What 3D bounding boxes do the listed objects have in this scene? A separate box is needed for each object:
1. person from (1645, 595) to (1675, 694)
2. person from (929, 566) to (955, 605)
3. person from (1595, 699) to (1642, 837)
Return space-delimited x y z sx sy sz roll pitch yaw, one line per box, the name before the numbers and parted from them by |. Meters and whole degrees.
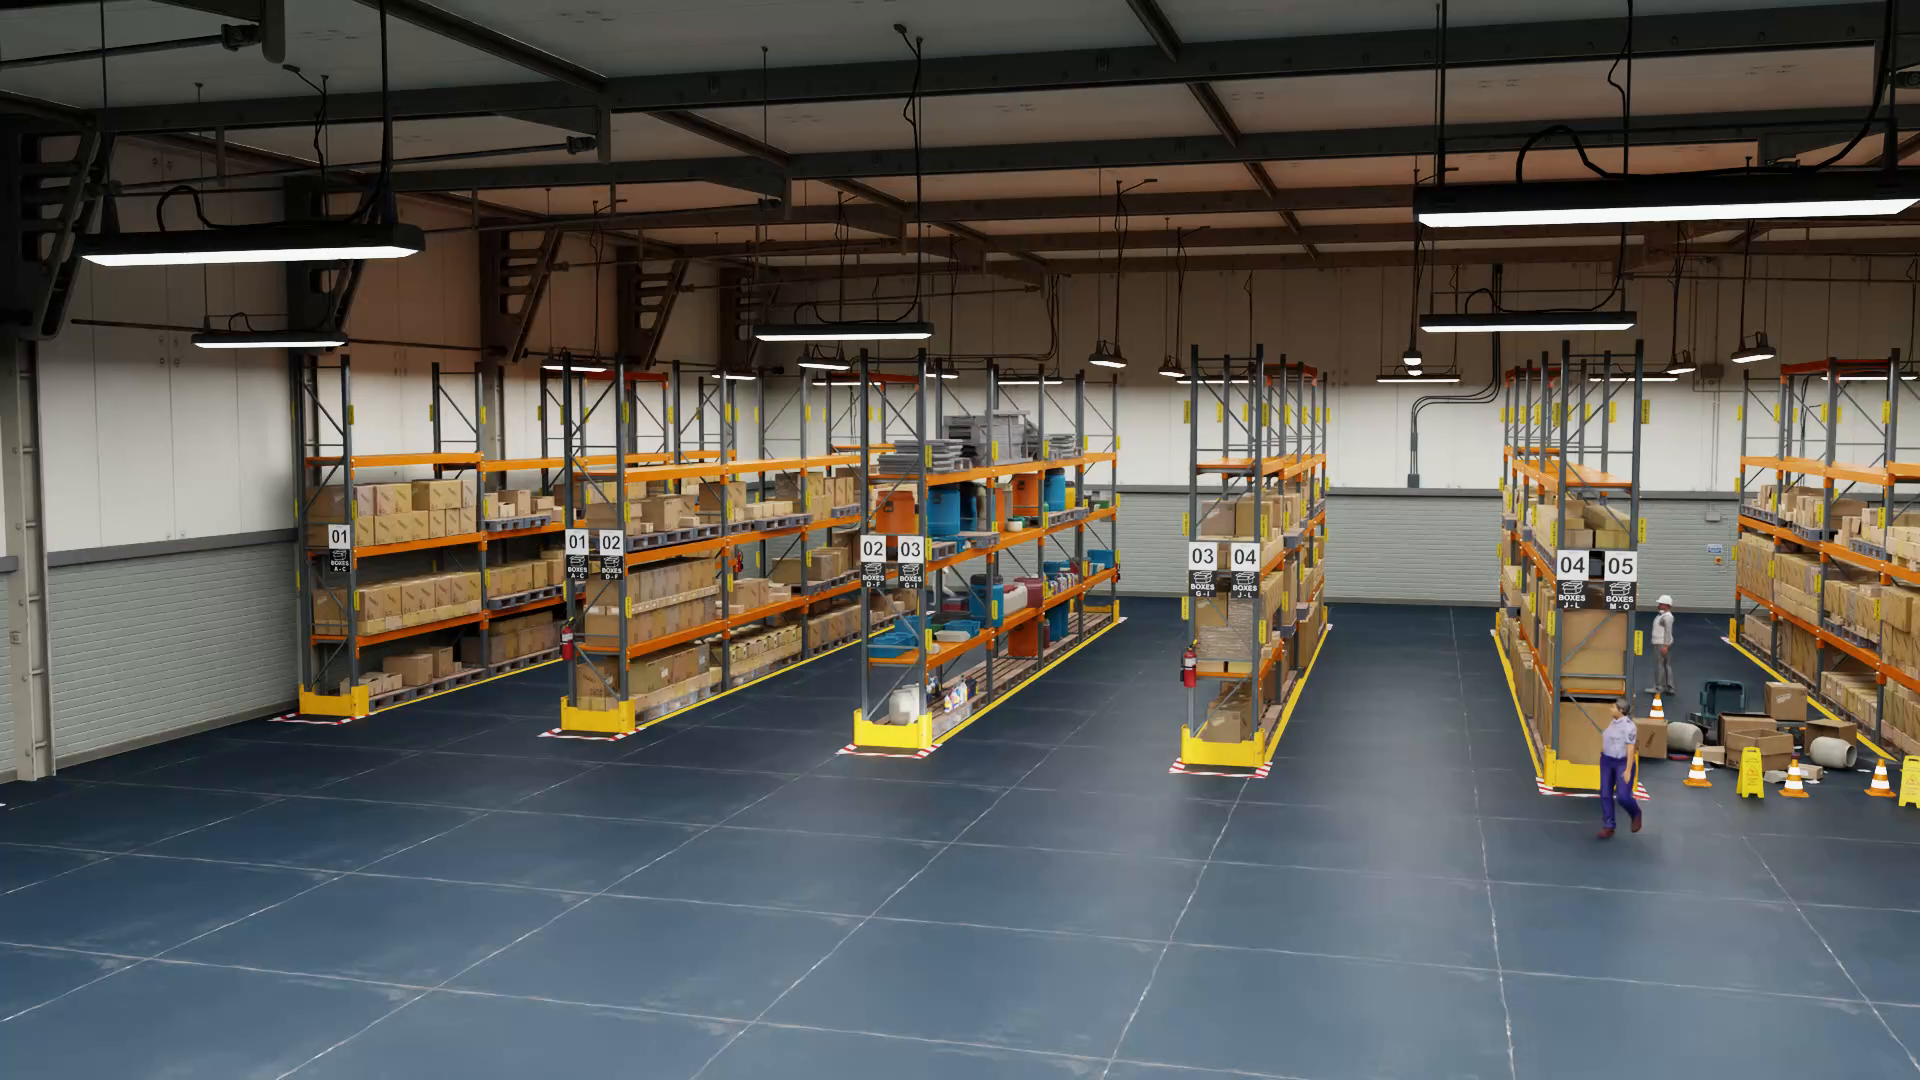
person | 12.658 1.879 29.978 0.453 1.774 0.558 3 5 37
person | -0.486 0.884 43.721 0.643 1.654 0.500 -2 5 -27
person | 7.816 2.690 19.694 0.547 1.646 0.460 -3 5 -38
